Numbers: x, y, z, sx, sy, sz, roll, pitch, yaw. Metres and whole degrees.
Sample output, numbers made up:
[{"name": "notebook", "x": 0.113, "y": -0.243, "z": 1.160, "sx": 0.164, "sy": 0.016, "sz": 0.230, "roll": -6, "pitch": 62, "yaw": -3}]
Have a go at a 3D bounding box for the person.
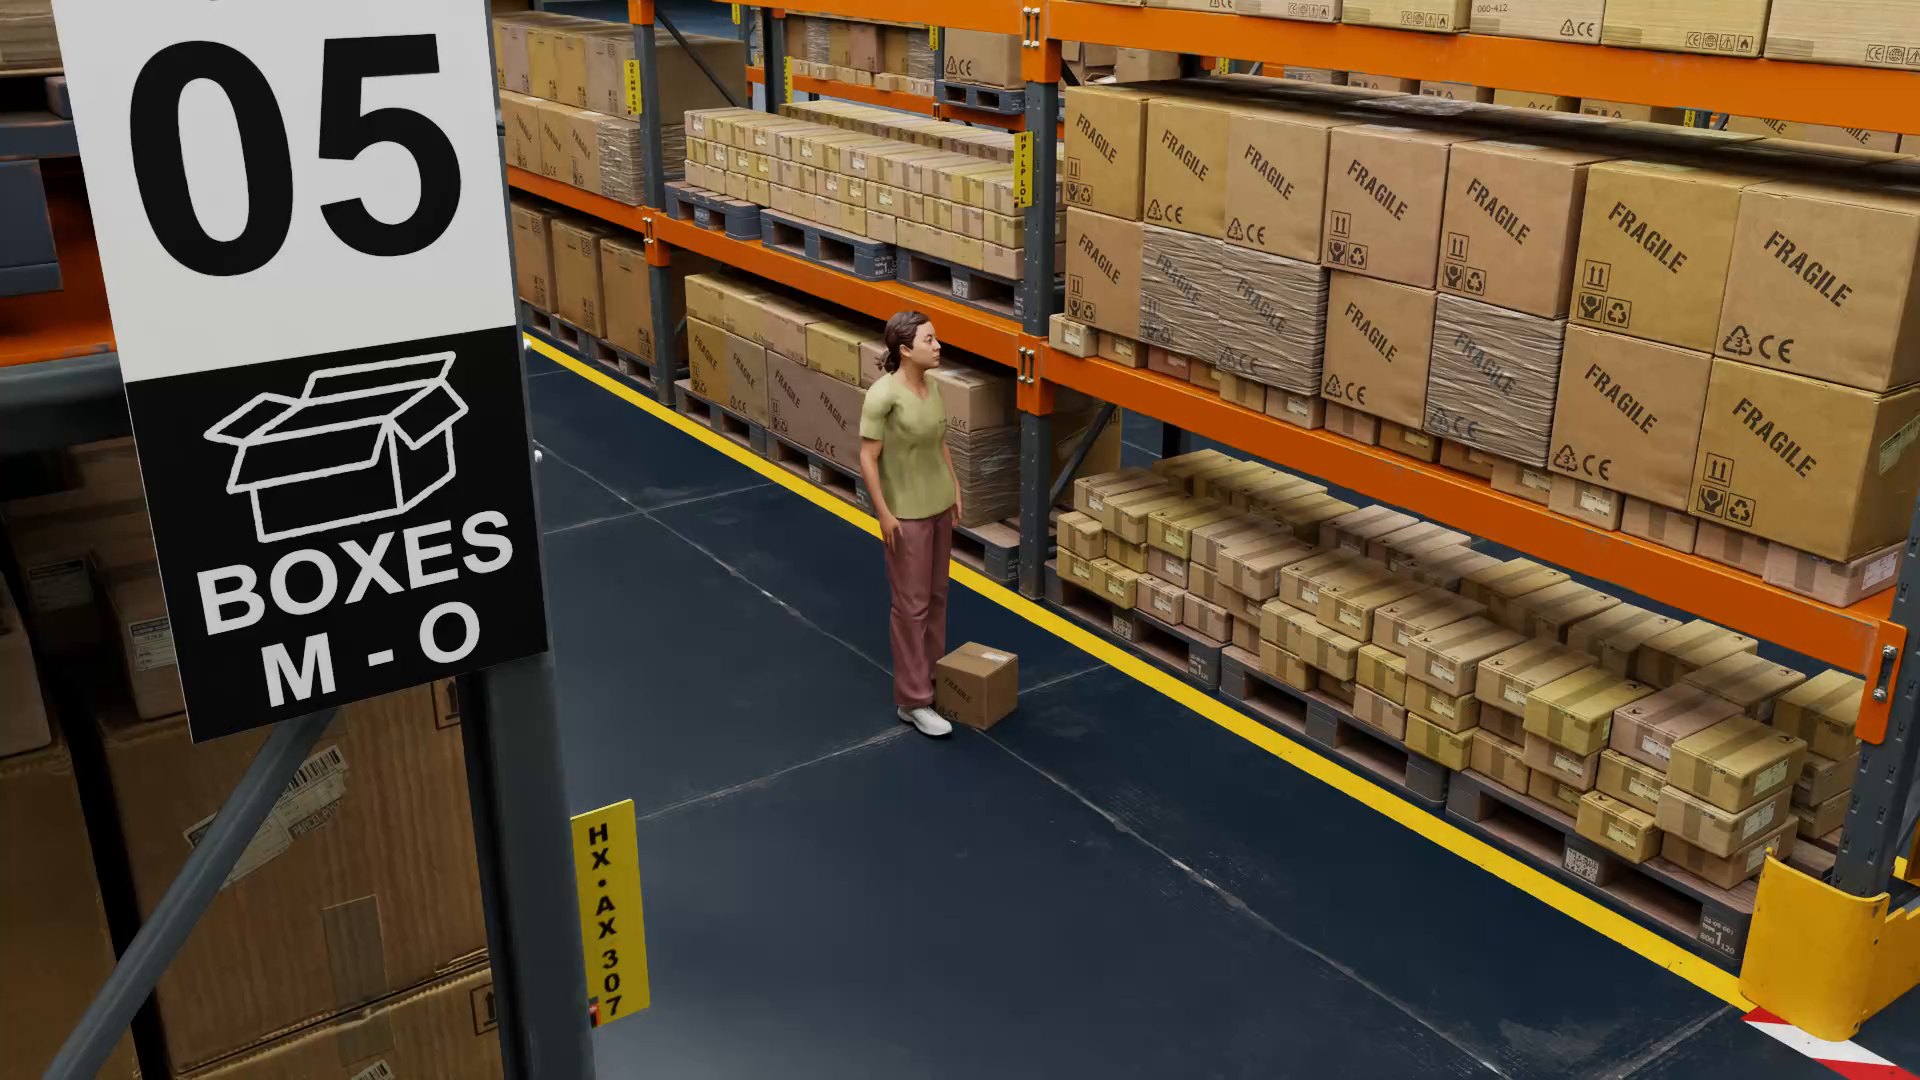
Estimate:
[{"name": "person", "x": -0.123, "y": -0.097, "z": 6.809, "sx": 0.547, "sy": 1.673, "sz": 0.554, "roll": 15, "pitch": 26, "yaw": 33}]
